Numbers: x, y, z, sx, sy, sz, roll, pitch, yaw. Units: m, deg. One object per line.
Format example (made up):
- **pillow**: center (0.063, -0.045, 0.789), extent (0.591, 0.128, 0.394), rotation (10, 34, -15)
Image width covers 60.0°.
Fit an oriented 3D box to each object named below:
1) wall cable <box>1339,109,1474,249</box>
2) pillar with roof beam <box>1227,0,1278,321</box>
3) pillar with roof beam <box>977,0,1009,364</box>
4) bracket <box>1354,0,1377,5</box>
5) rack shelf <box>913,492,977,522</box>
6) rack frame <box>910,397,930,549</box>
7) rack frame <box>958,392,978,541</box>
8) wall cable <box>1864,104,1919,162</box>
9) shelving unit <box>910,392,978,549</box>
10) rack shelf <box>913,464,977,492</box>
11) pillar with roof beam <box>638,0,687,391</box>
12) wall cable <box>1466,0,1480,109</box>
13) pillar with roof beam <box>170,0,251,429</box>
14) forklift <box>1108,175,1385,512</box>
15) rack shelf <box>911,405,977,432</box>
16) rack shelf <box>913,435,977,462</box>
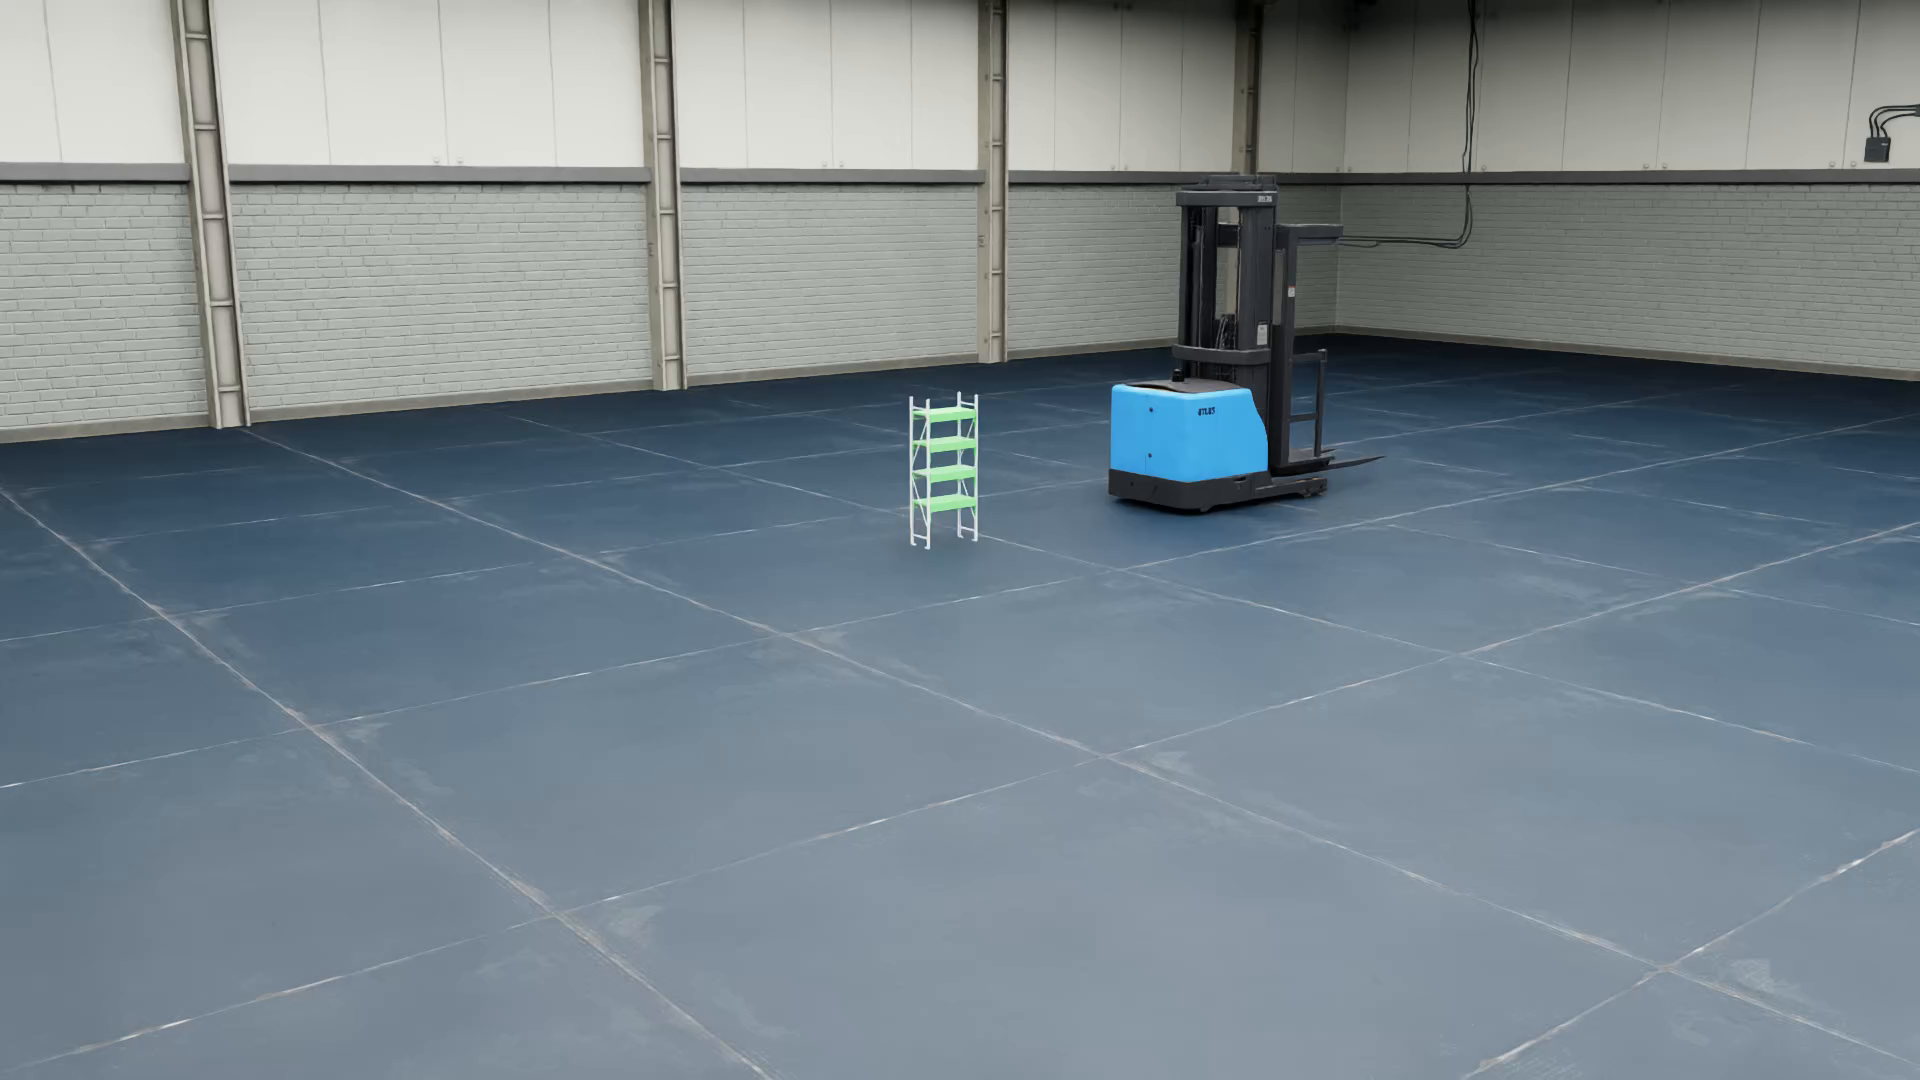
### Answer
- **wall cable**: center (8.346, -6.770, 31.320), extent (0.112, 2.526, 3.097), rotation (-9, 15, -38)
- **pillar with roof beam**: center (7.908, -7.422, 26.919), extent (0.548, 9.000, 9.100), rotation (-9, 15, -38)
- **pillar with roof beam**: center (3.223, -6.644, 23.253), extent (0.400, 9.000, 9.100), rotation (-9, 15, -38)
- **bracket**: center (7.616, -10.185, 31.264), extent (0.430, 0.232, 0.235), rotation (-9, 15, -38)
- **rack shelf**: center (-0.129, -0.268, 13.466), extent (0.480, 0.148, 0.258), rotation (-9, 15, -38)
- **rack frame**: center (-0.320, -0.534, 13.254), extent (0.015, 1.200, 0.240), rotation (-9, 15, -38)
- **rack frame**: center (0.061, -0.597, 13.552), extent (0.015, 1.200, 0.240), rotation (-9, 15, -38)
- **wall cable**: center (14.264, -8.410, 23.383), extent (0.169, 6.003, 2.305), rotation (-9, 15, -38)
- **shelving unit**: center (-0.129, -0.565, 13.403), extent (0.503, 1.200, 0.258), rotation (-9, 15, -38)
- **rack shelf**: center (-0.129, -0.503, 13.416), extent (0.480, 0.148, 0.258), rotation (-9, 15, -38)
- **pillar with roof beam**: center (-1.462, -5.865, 19.586), extent (0.400, 9.000, 9.100), rotation (-9, 15, -38)
- **wall cable**: center (10.036, -8.801, 28.729), extent (0.112, 2.526, 3.097), rotation (-9, 15, -38)
- **pillar with roof beam**: center (-6.147, -5.087, 15.920), extent (0.400, 9.000, 9.100), rotation (-9, 15, -38)
- **forklift**: center (2.829, -1.906, 15.550), extent (3.031, 2.935, 1.130), rotation (-9, 15, -38)
- **rack shelf**: center (-0.129, -0.972, 13.317), extent (0.480, 0.148, 0.258), rotation (-9, 15, -38)
- **rack shelf**: center (-0.129, -0.738, 13.366), extent (0.480, 0.148, 0.258), rotation (-9, 15, -38)
